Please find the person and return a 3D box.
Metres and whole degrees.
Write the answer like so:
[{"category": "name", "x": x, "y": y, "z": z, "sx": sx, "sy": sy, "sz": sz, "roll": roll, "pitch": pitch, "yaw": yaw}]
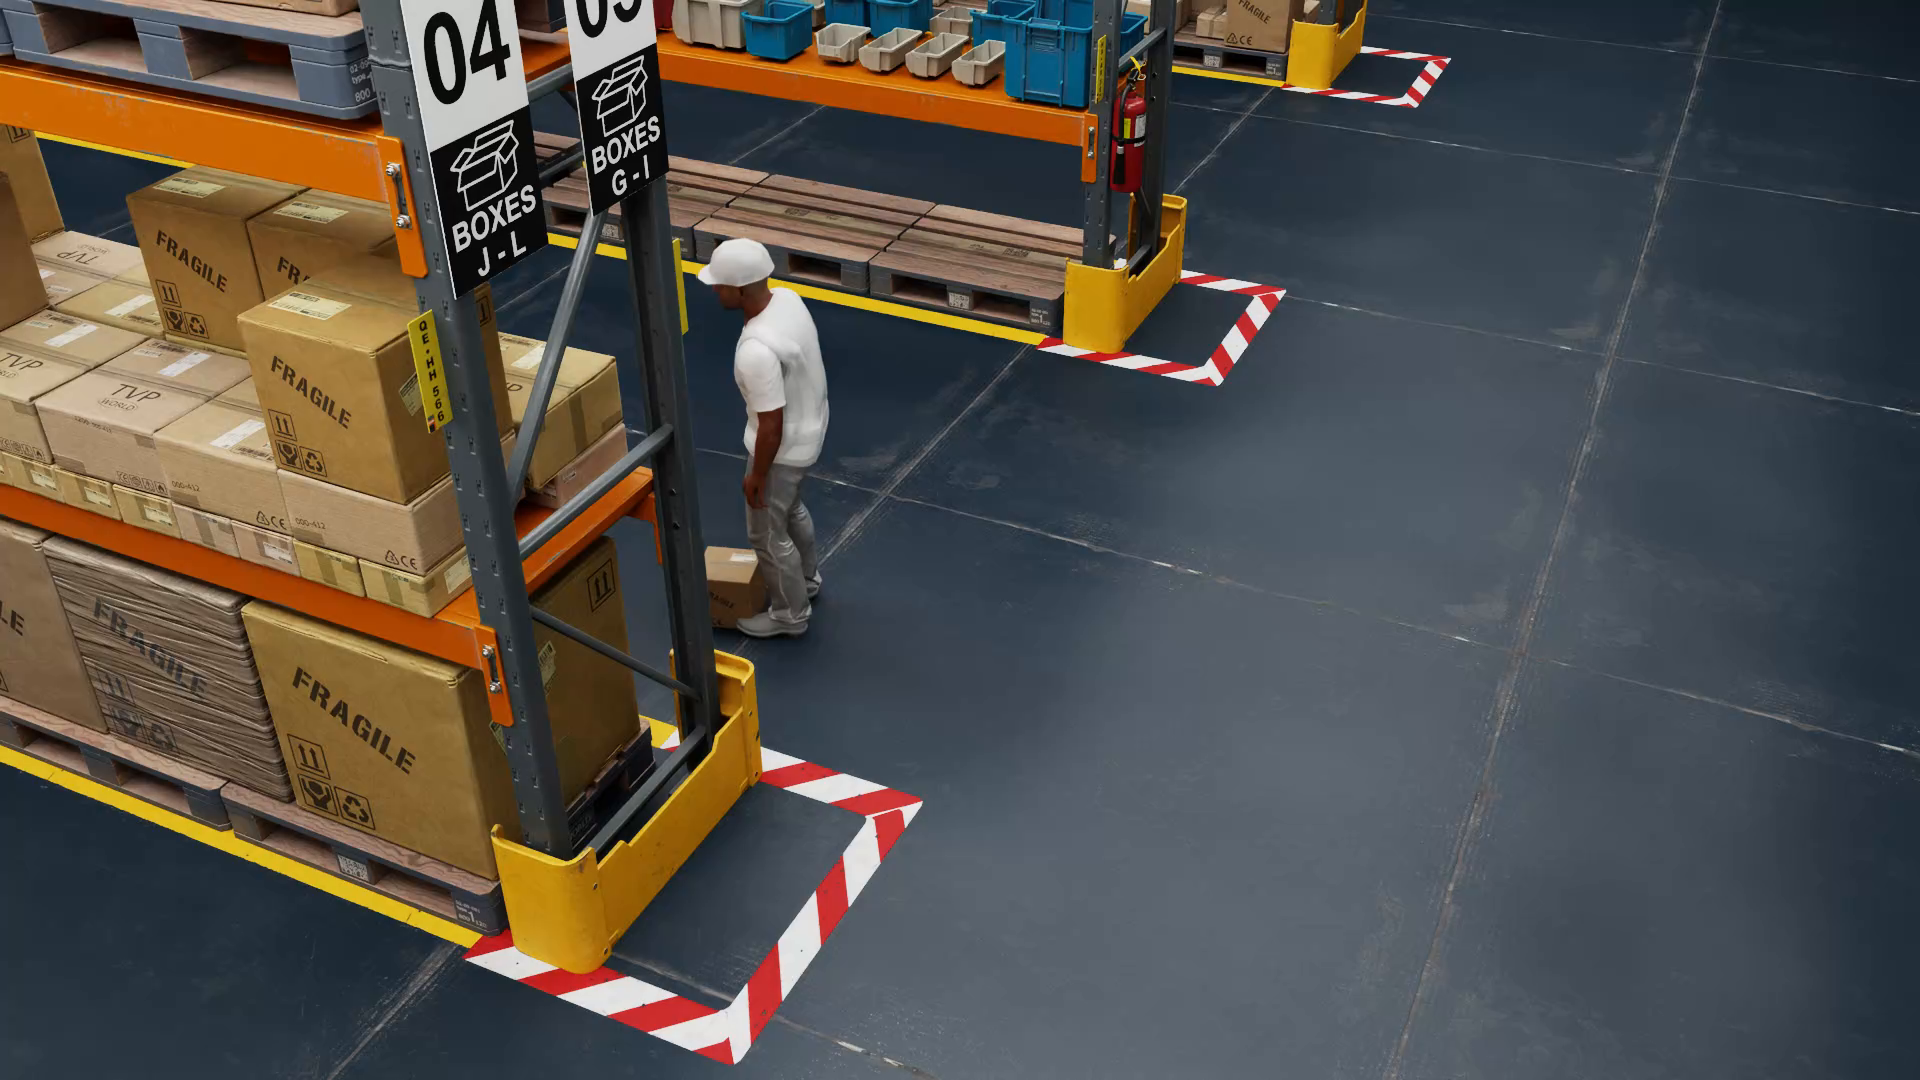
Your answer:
[{"category": "person", "x": -0.763, "y": -0.407, "z": 6.740, "sx": 0.460, "sy": 1.759, "sz": 0.630, "roll": 4, "pitch": 34, "yaw": 5}]
